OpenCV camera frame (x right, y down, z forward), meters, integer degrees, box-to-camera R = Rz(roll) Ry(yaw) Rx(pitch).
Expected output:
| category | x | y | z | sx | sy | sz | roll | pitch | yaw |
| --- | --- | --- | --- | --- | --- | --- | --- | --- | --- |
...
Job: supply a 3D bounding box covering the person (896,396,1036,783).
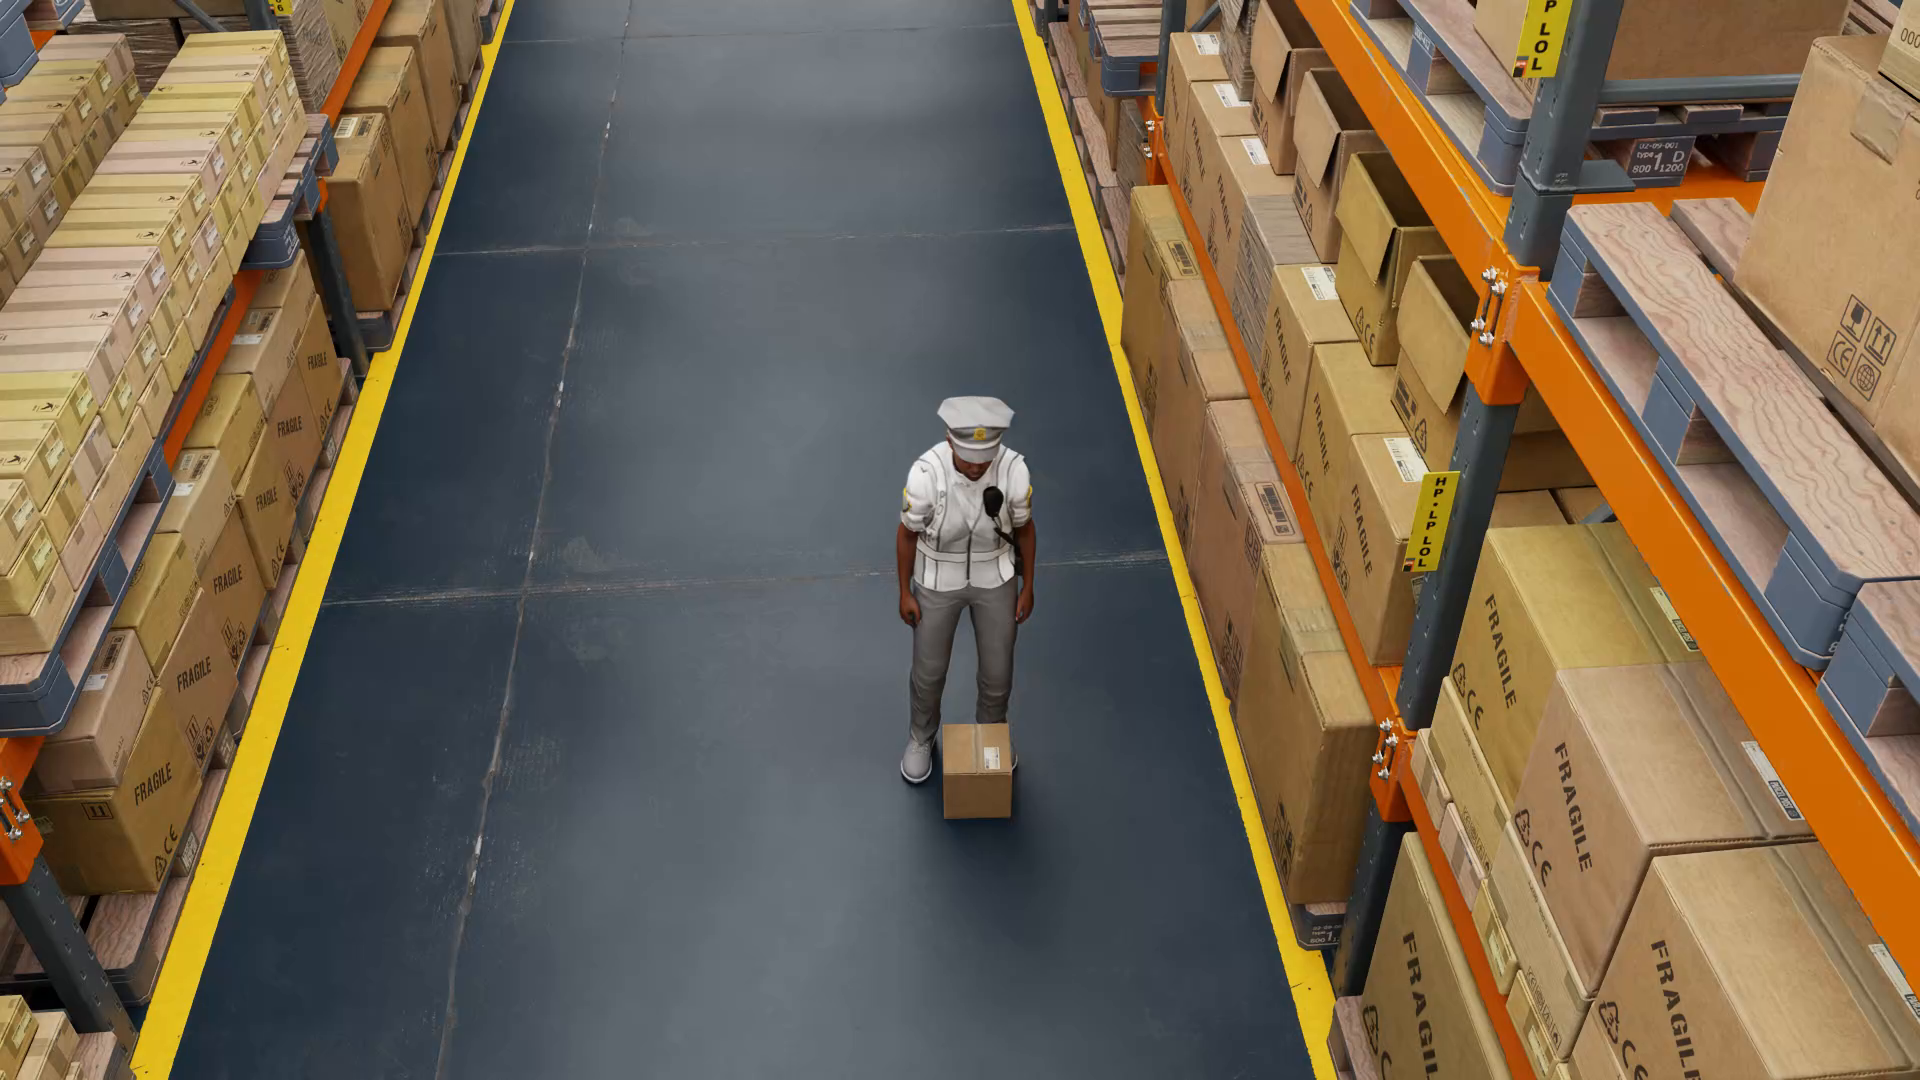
| category | x | y | z | sx | sy | sz | roll | pitch | yaw |
| --- | --- | --- | --- | --- | --- | --- | --- | --- | --- |
| person | 0.018 | 0.170 | 5.947 | 0.506 | 1.659 | 0.392 | -3 | 39 | -4 |
